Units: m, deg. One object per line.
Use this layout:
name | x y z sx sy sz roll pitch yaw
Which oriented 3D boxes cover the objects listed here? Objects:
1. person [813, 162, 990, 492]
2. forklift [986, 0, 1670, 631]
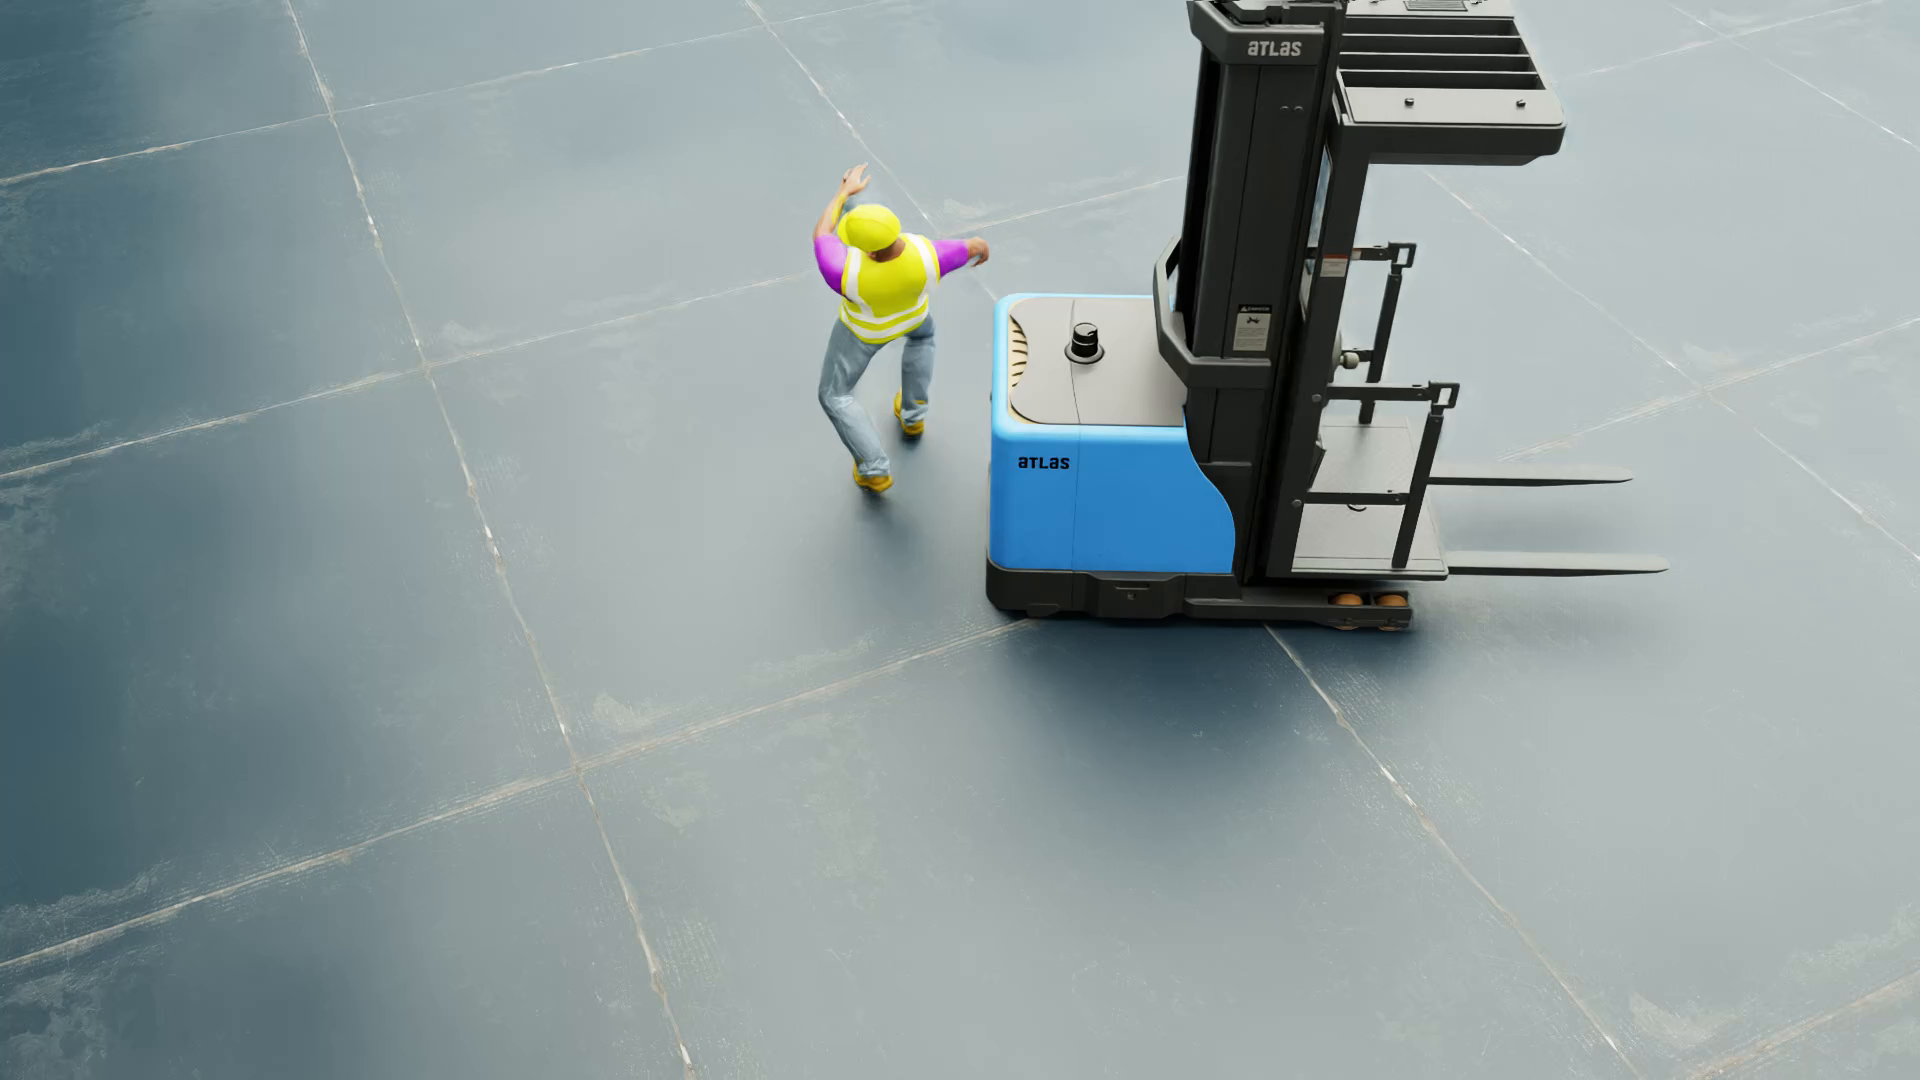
person | -0.242 -1.098 7.841 0.972 1.518 0.800 -25 49 -24
forklift | 1.644 -1.039 6.794 3.031 2.935 1.130 1 43 1
